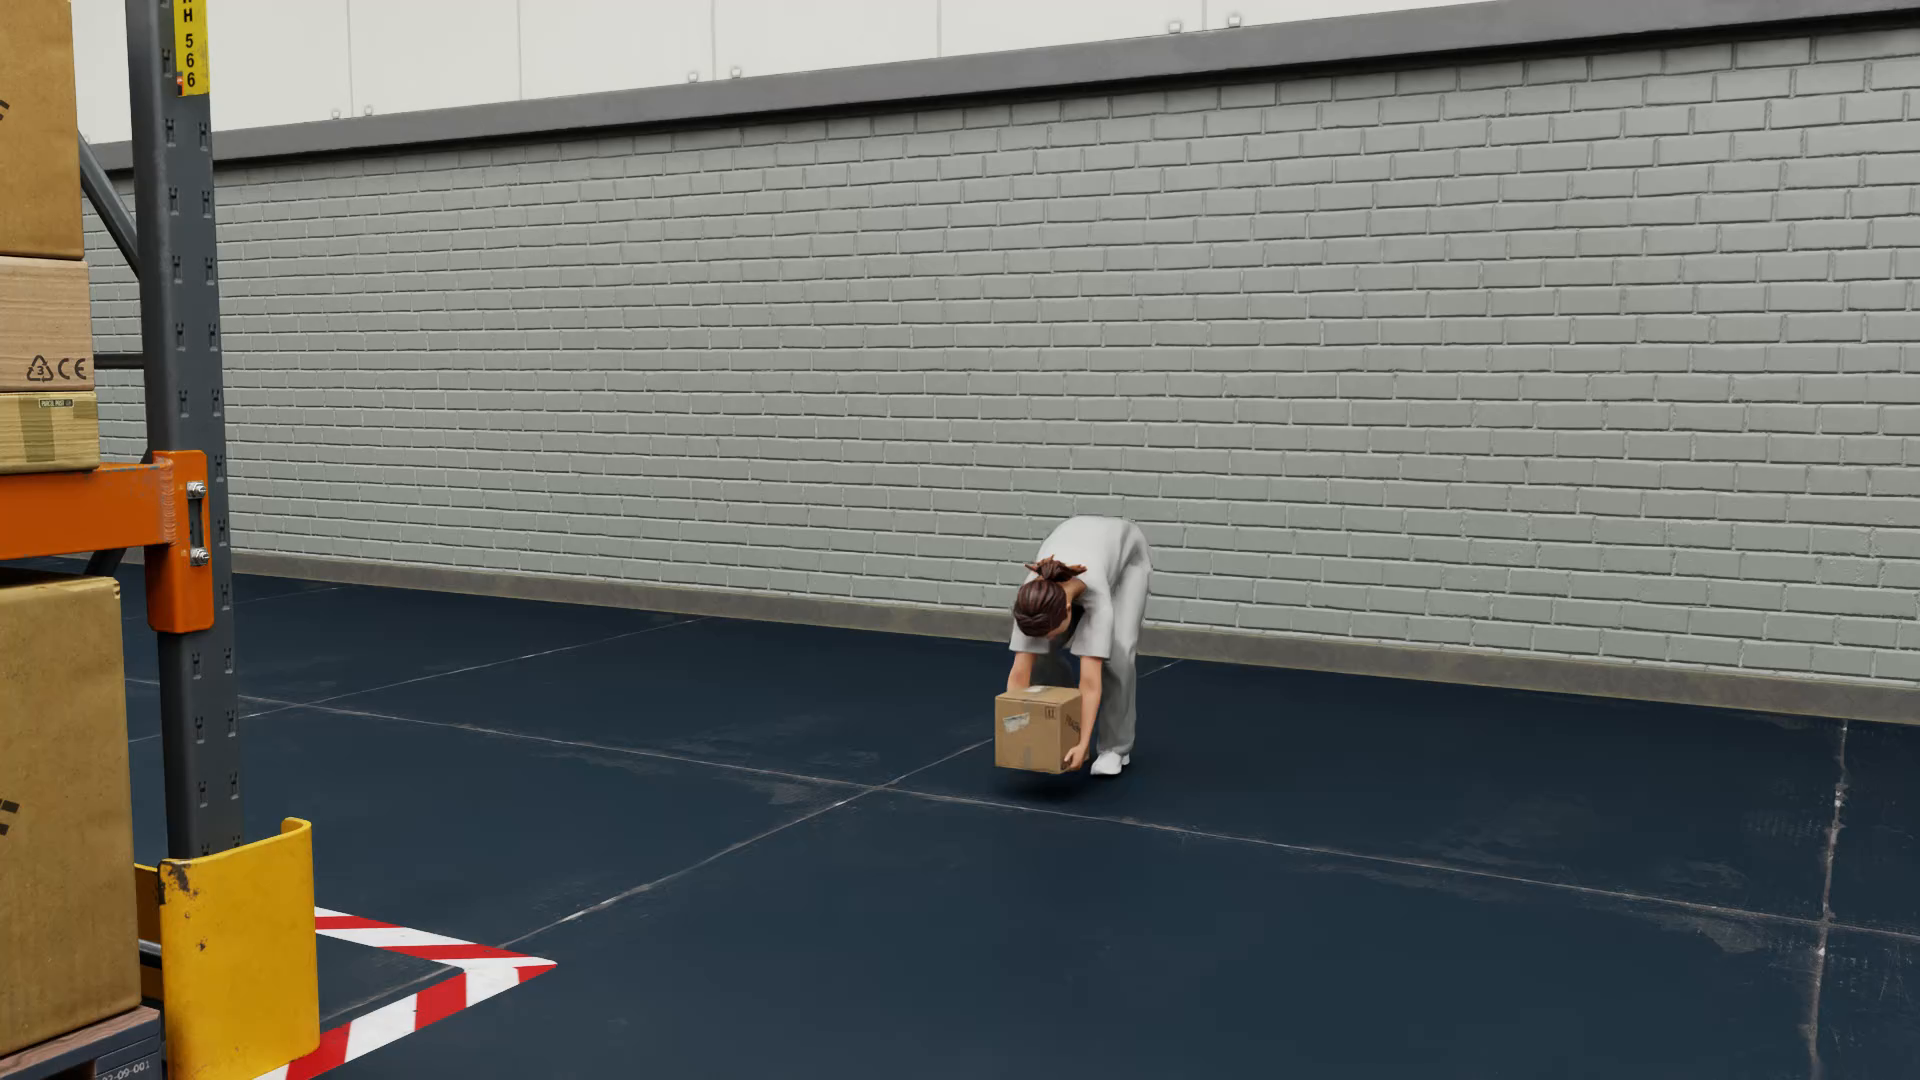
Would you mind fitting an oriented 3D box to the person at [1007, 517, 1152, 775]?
[{"bbox_3d":[0.422,0.399,6.074,0.452,0.935,0.853,3,7,26],"label":"person"}]
